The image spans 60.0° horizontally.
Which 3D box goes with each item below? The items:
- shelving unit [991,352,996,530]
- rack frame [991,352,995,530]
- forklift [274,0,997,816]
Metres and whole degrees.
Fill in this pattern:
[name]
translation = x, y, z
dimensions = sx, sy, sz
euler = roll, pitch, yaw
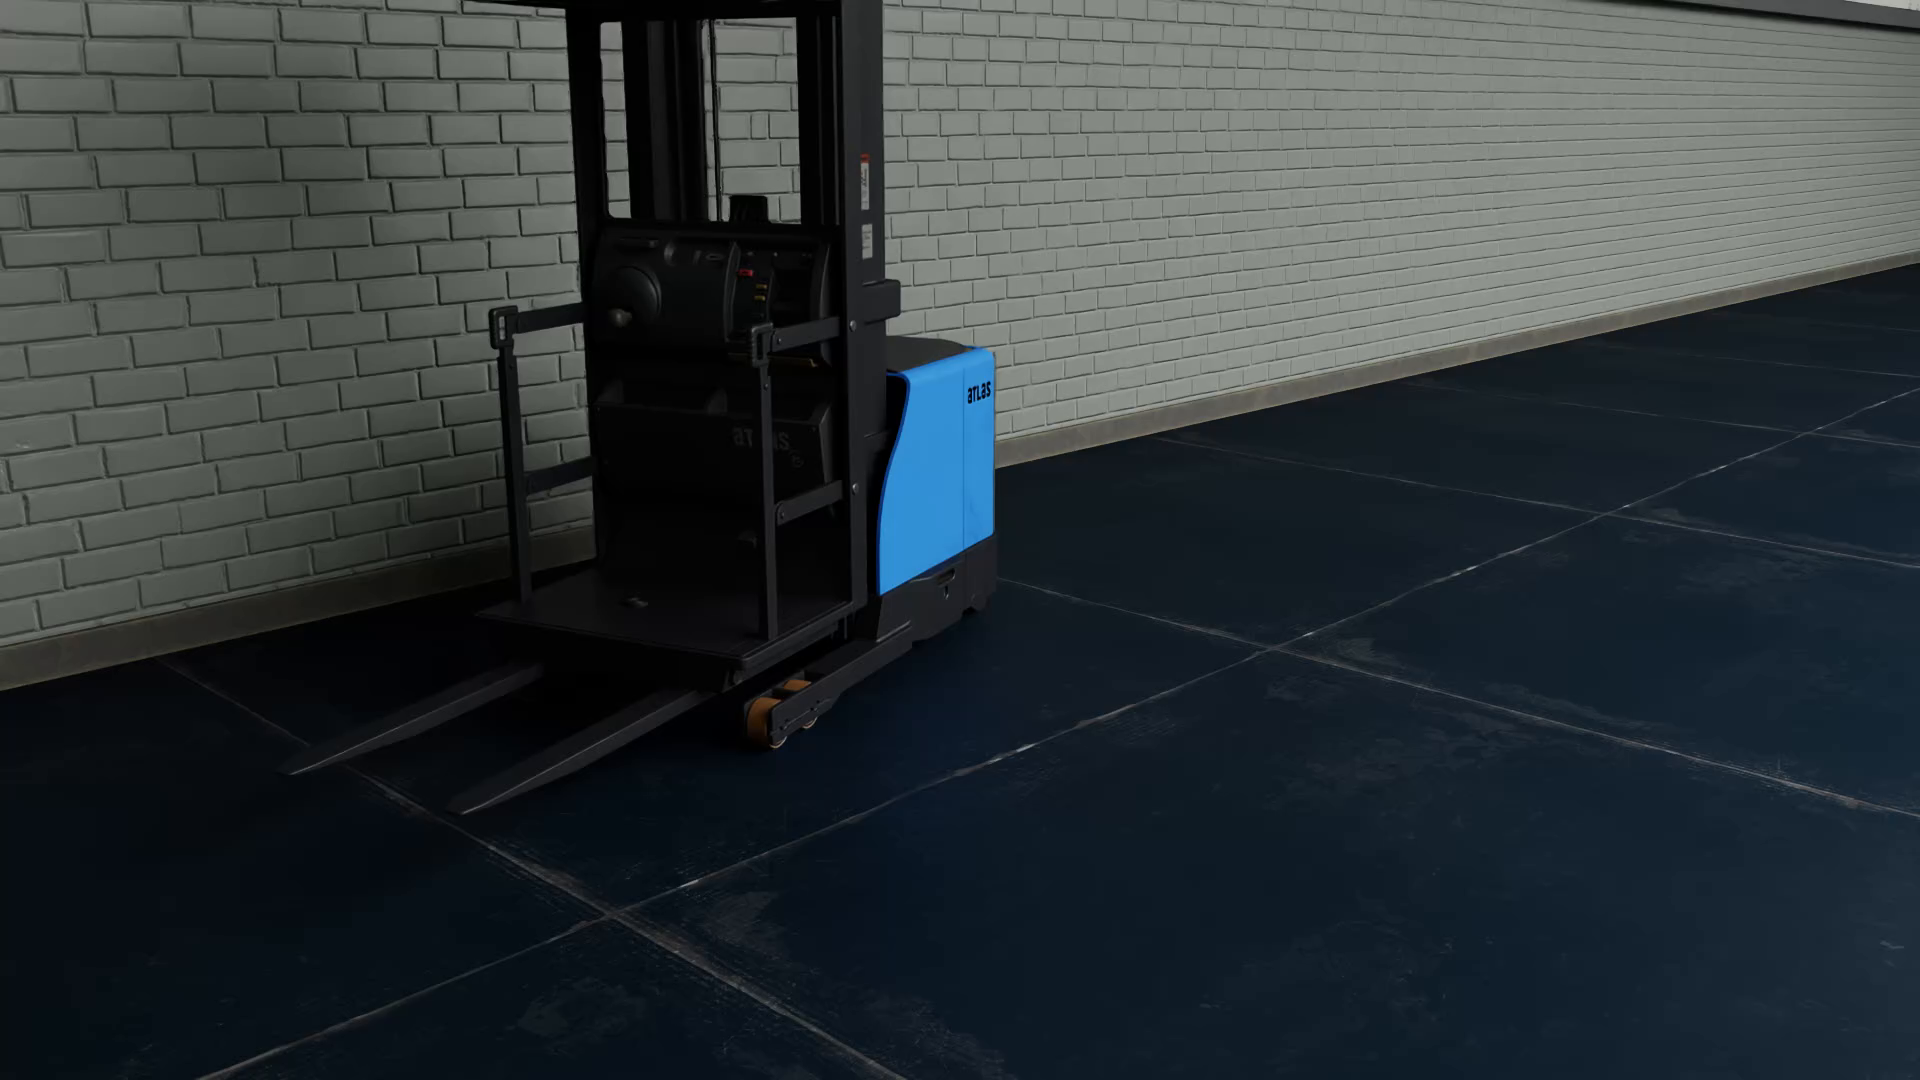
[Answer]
[shelving unit]
translation = 0.006, -0.434, 7.813
dimensions = 0.210, 0.900, 0.258
euler = 14, 20, 42
[rack frame]
translation = 0.079, -0.416, 7.745
dimensions = 0.006, 0.900, 0.240
euler = 14, 20, 42
[forklift]
translation = -0.942, -0.871, 5.462
dimensions = 1.130, 2.935, 3.031
euler = 7, 16, 25
